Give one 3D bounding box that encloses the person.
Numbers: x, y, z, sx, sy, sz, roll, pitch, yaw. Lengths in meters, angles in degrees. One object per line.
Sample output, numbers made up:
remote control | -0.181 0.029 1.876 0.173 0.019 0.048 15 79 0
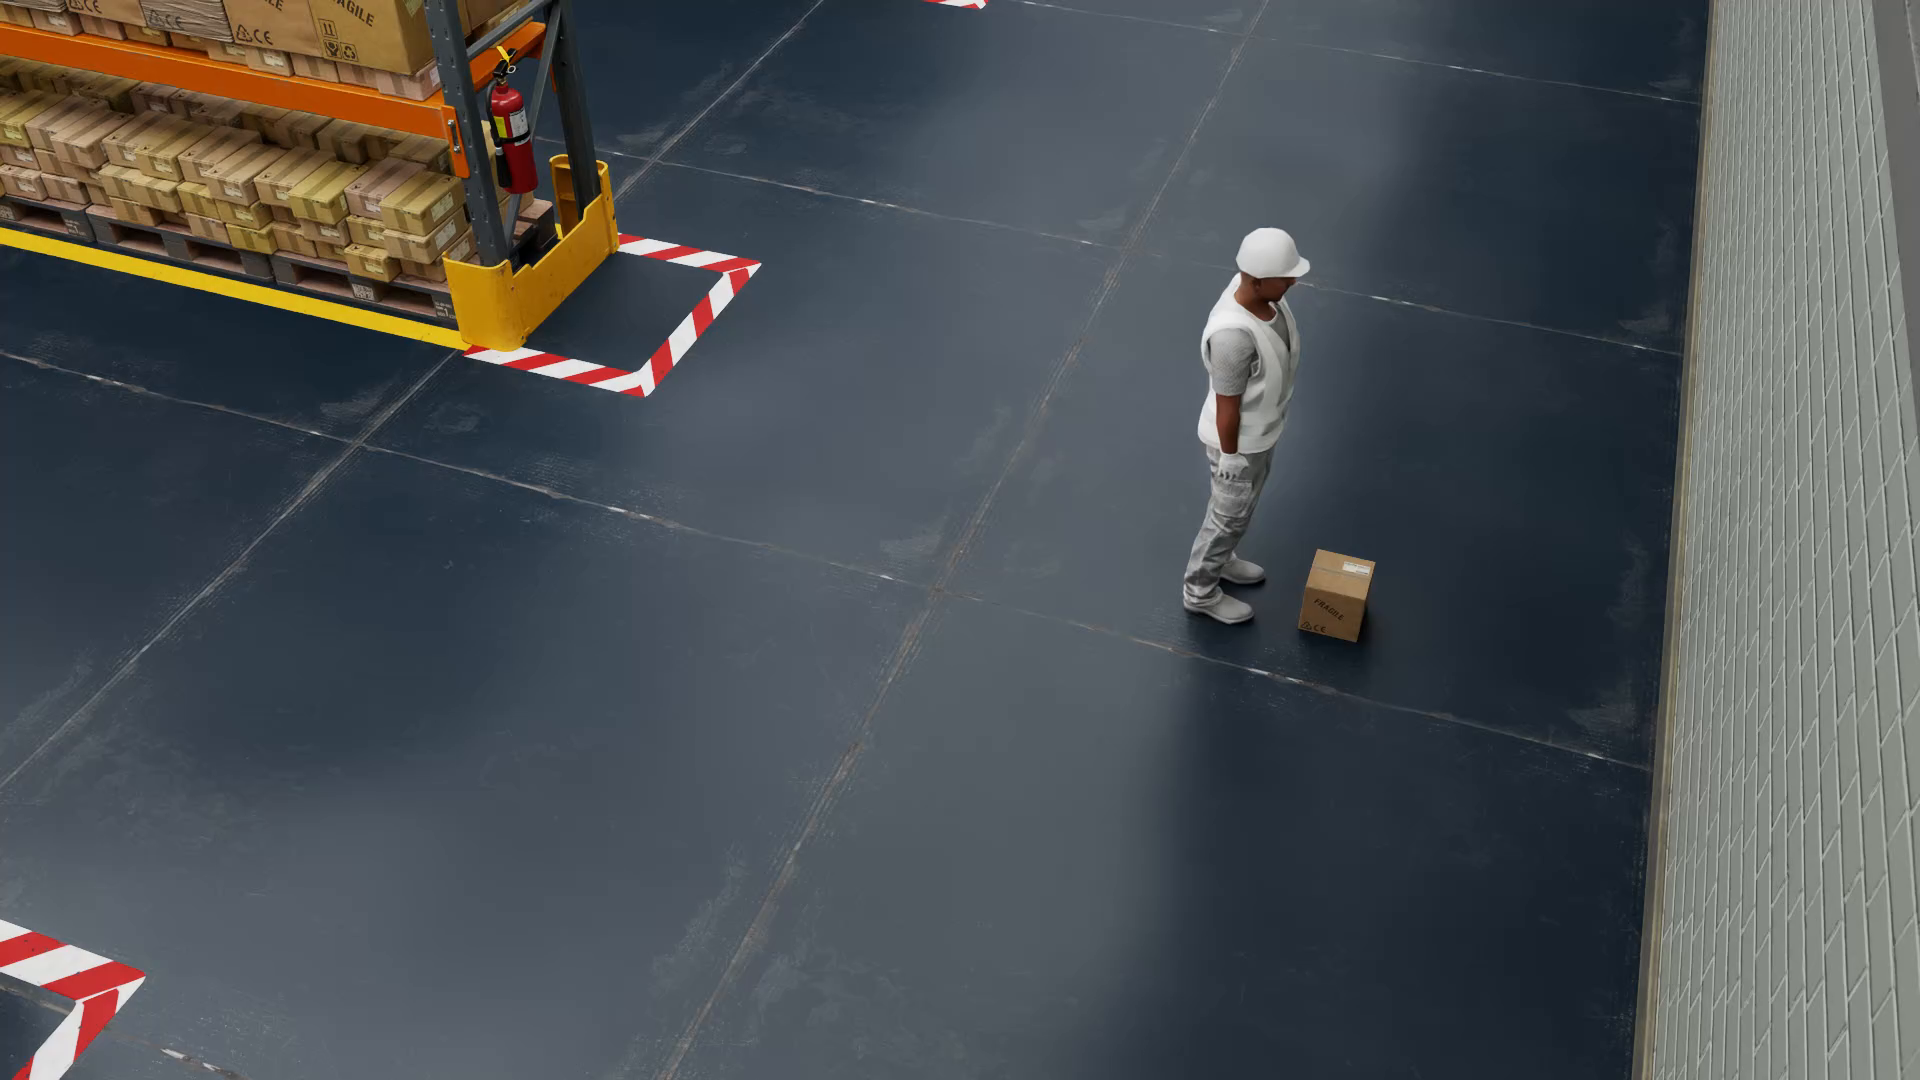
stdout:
person | 1.138 -0.460 6.674 0.362 1.777 0.548 14 43 16
